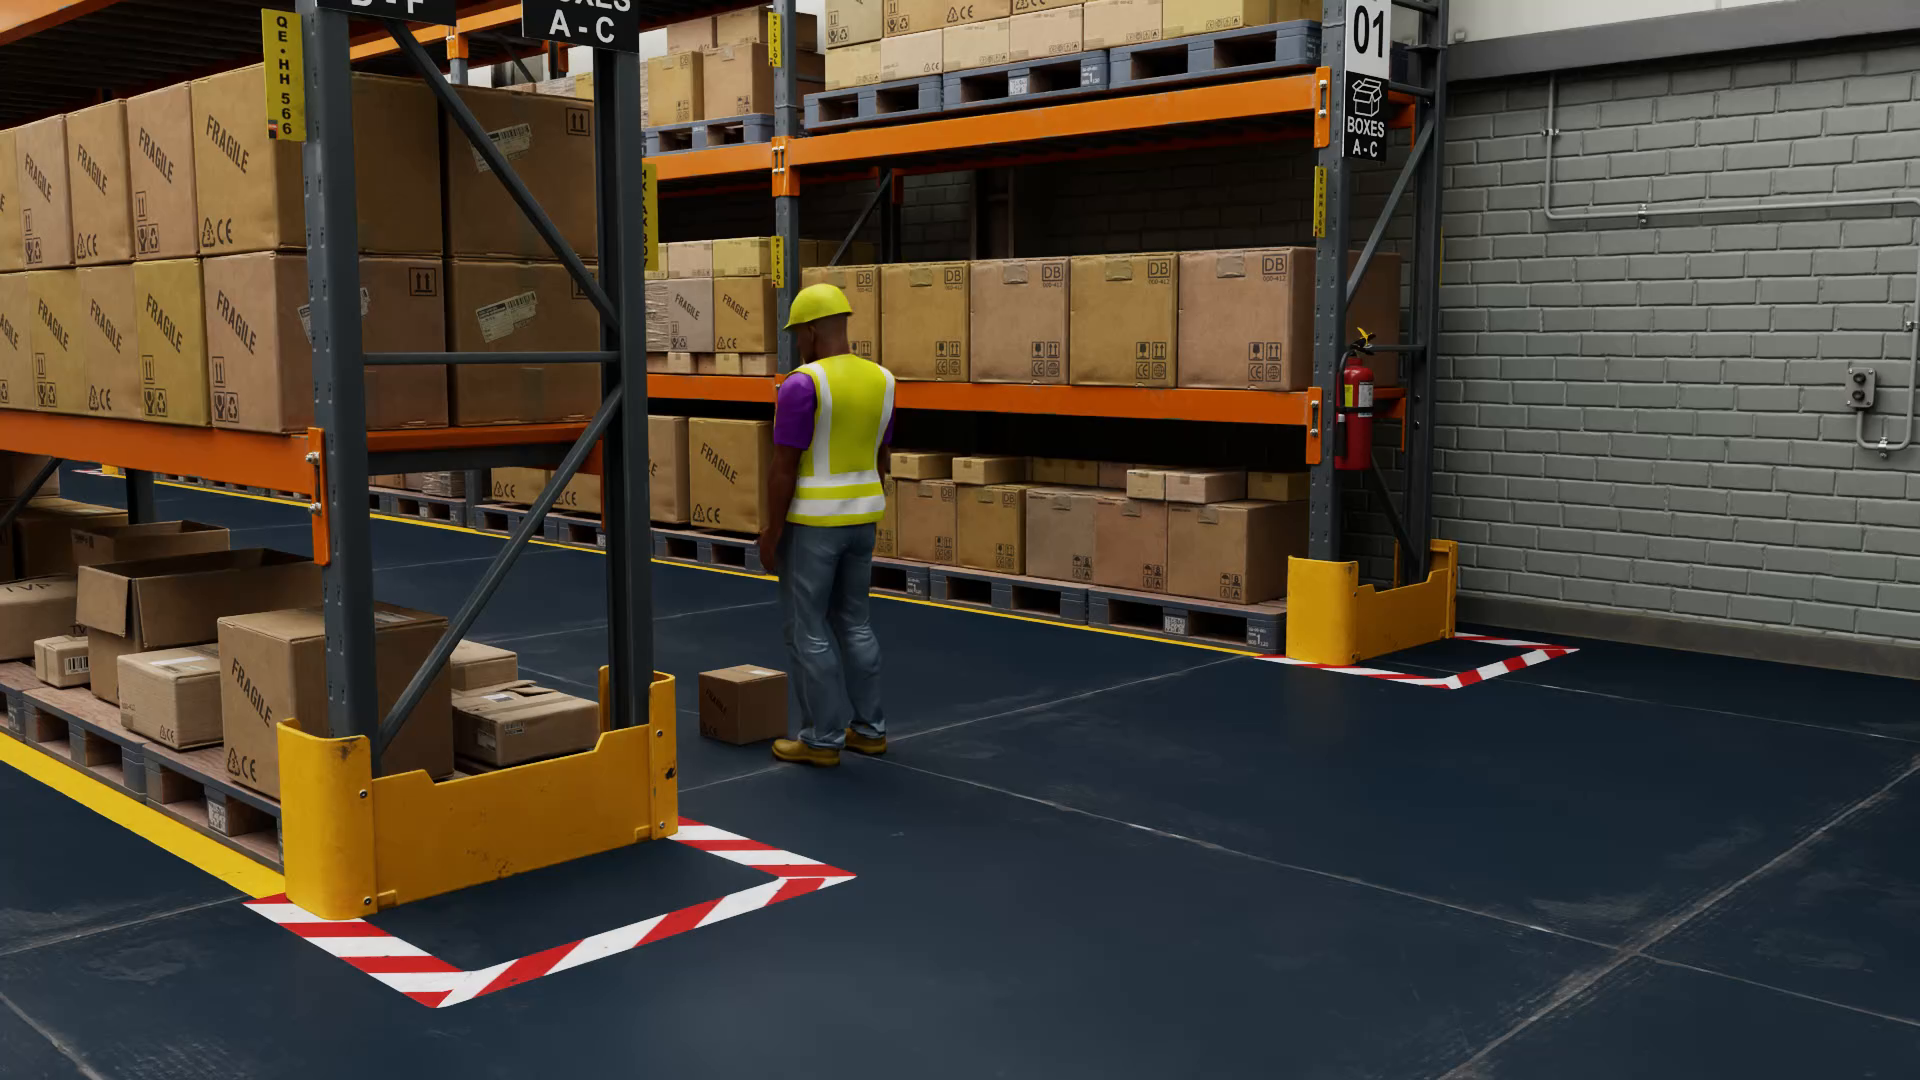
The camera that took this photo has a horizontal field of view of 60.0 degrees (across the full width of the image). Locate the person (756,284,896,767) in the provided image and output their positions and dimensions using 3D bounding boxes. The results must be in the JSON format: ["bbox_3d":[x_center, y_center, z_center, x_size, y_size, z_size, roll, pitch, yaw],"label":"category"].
[{"bbox_3d":[-0.492,-0.060,6.159,0.363,1.761,0.567,6,9,40],"label":"person"}]
